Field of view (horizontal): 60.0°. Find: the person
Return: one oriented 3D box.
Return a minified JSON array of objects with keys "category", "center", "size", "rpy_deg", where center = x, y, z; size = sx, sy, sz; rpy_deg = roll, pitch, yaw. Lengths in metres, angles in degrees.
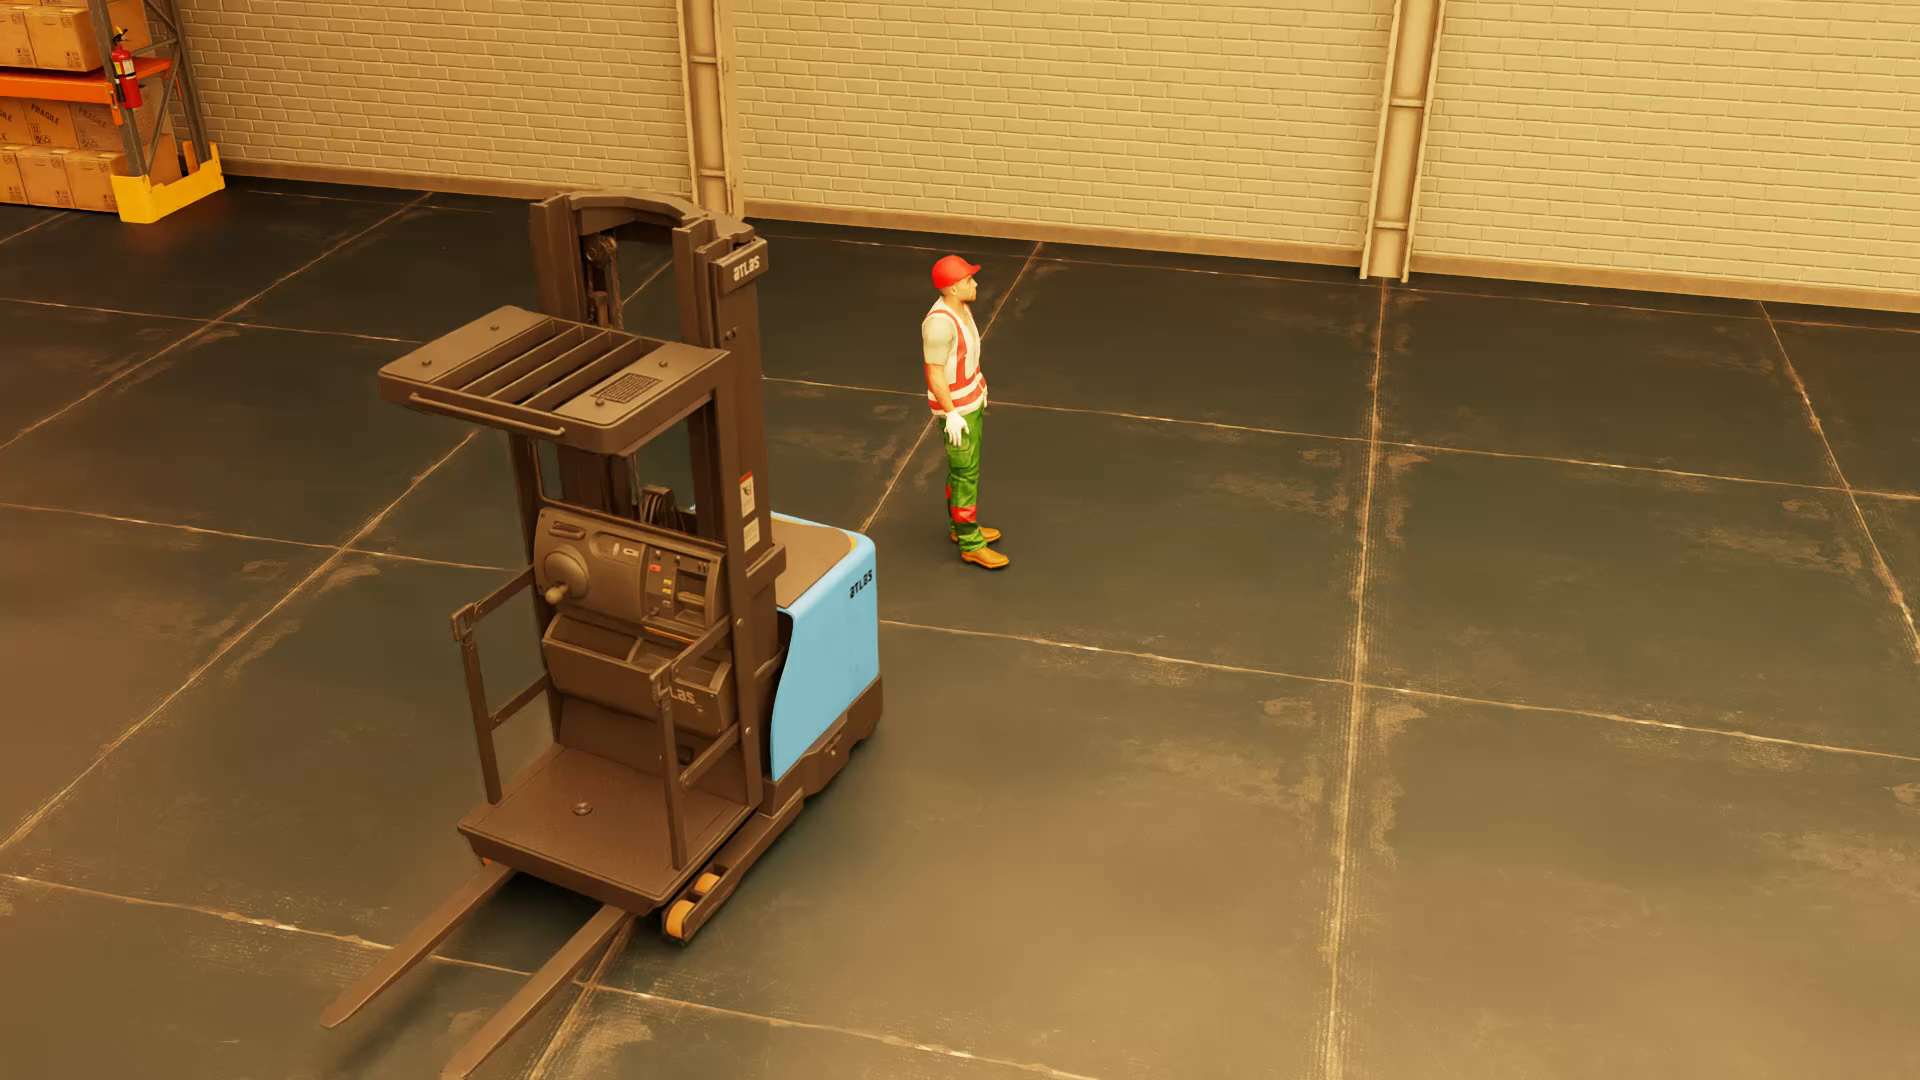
[{"category":"person","center":[0.076,-0.769,9.672],"size":[0.562,1.790,0.637],"rpy_deg":[7,30,12]}]

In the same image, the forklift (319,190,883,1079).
[{"category":"forklift","center":[-1.500,0.186,6.841],"size":[1.130,2.935,3.031],"rpy_deg":[14,32,23]}]
